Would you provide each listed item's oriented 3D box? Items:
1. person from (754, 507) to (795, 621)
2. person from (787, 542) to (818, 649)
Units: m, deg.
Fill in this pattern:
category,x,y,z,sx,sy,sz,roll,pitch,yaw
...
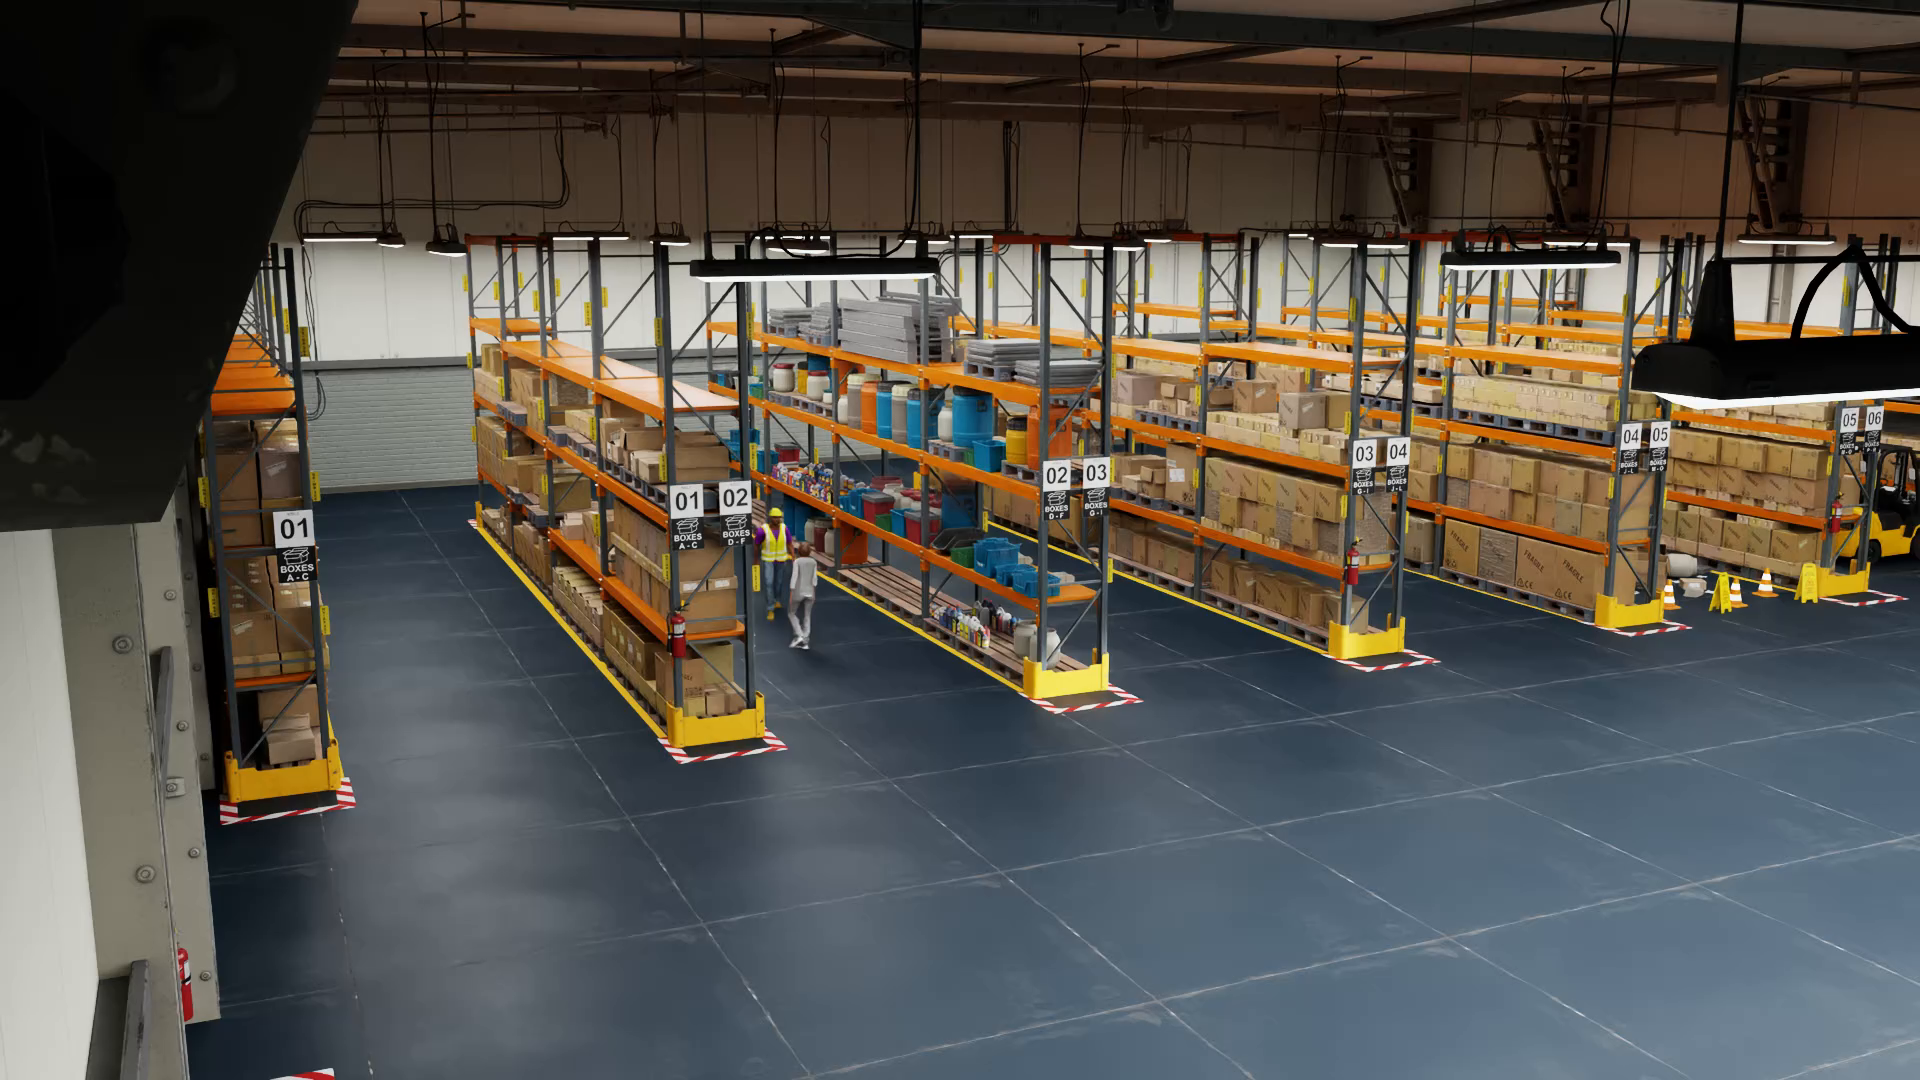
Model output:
category,x,y,z,sx,sy,sz,roll,pitch,yaw
person,-2.968,0.342,26.760,0.672,1.748,0.950,-3,11,-14
person,-2.329,0.828,24.645,0.467,1.588,0.384,-5,12,-22
